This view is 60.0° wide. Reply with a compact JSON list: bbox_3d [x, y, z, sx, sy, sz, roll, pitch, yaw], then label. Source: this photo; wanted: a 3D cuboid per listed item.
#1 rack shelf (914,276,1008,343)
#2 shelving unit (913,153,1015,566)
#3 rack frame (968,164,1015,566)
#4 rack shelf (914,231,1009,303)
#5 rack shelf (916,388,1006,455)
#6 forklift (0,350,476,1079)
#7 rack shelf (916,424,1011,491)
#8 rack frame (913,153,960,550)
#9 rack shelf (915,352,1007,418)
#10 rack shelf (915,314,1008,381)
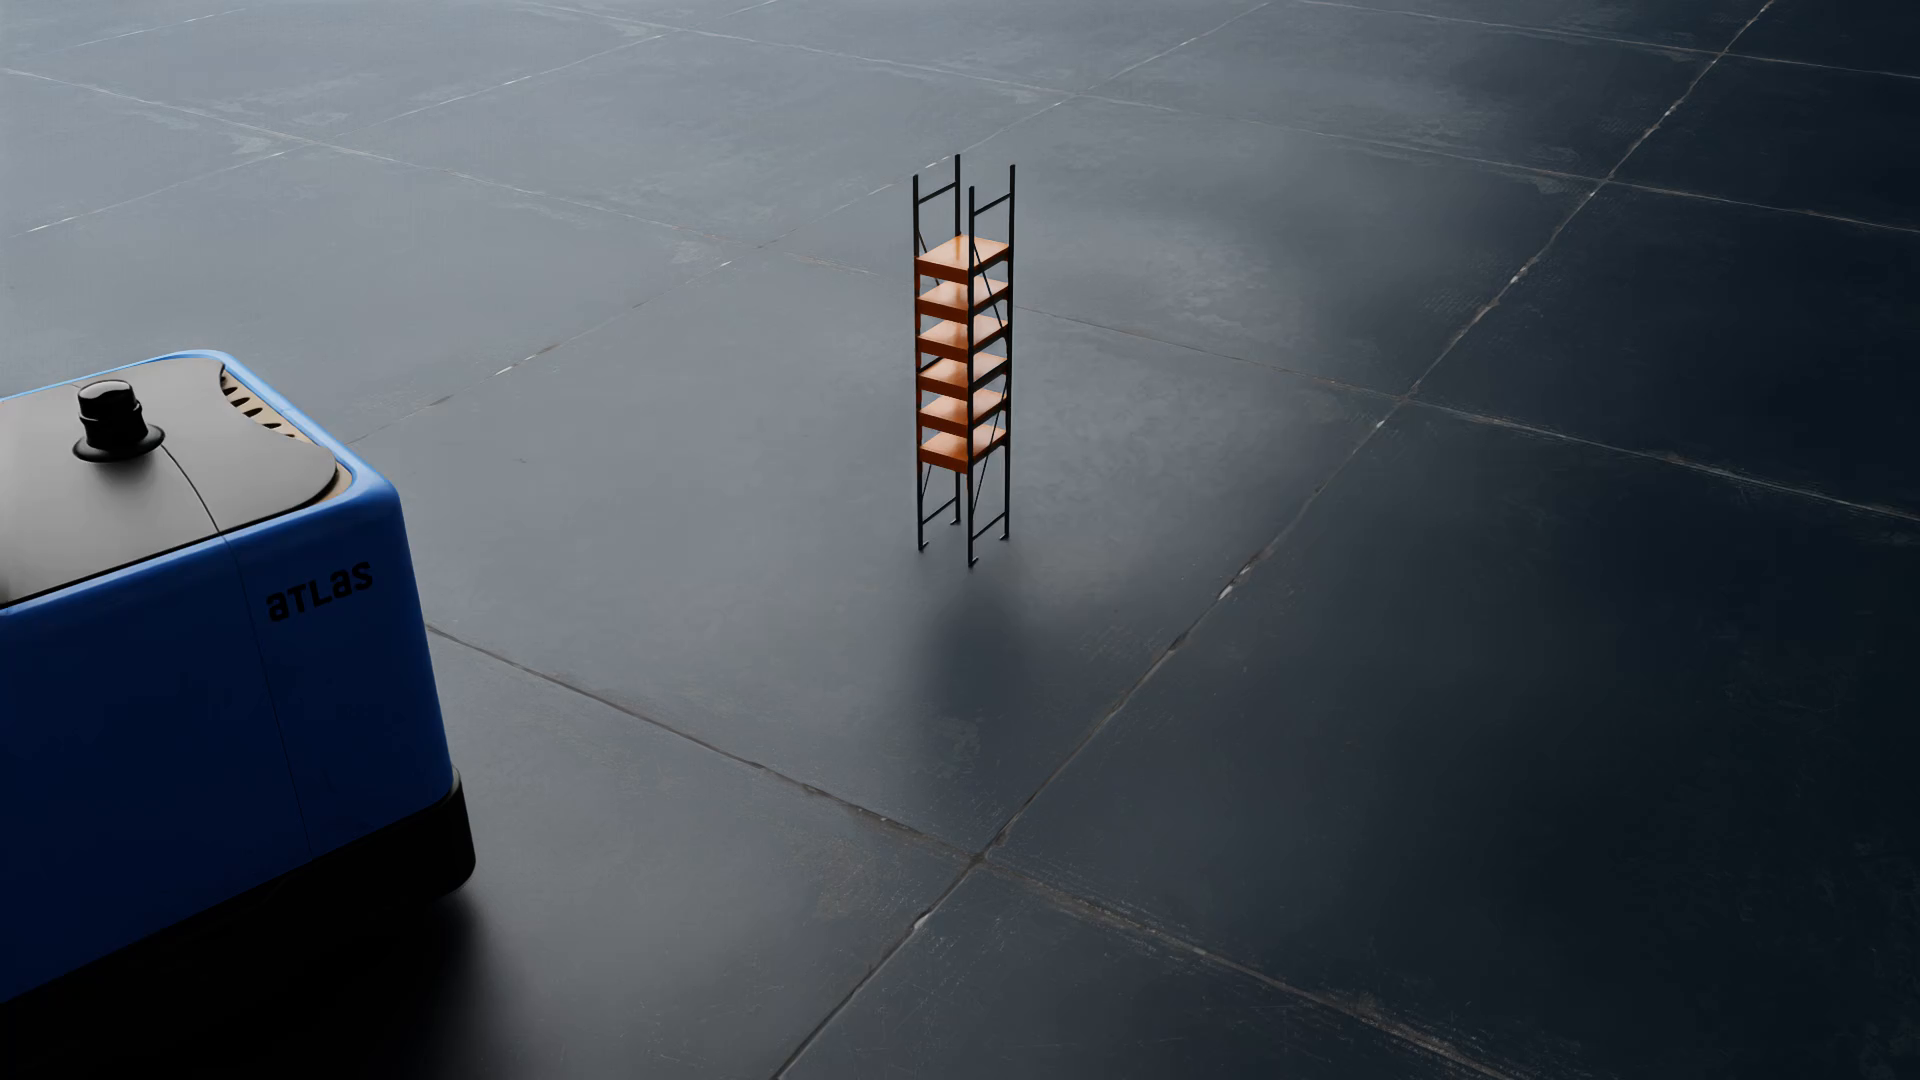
[{"bbox_3d":[0.012,-0.683,4.842,0.180,0.103,0.258,18,35,27],"label":"rack shelf"},{"bbox_3d":[0.012,-0.514,4.941,0.189,1.200,0.258,18,35,27],"label":"shelving unit"},{"bbox_3d":[0.090,-0.490,4.899,0.006,1.200,0.240,18,35,27],"label":"rack frame"},{"bbox_3d":[0.012,-0.787,4.782,0.180,0.103,0.258,18,35,27],"label":"rack shelf"},{"bbox_3d":[0.012,-0.372,5.024,0.180,0.103,0.258,18,35,27],"label":"rack shelf"},{"bbox_3d":[-2.549,-0.134,2.572,3.031,2.935,1.130,-24,38,-35],"label":"forklift"},{"bbox_3d":[0.012,-0.269,5.084,0.180,0.103,0.258,18,35,27],"label":"rack shelf"},{"bbox_3d":[-0.065,-0.539,4.983,0.006,1.200,0.240,18,35,27],"label":"rack frame"},{"bbox_3d":[0.012,-0.476,4.963,0.180,0.103,0.258,18,35,27],"label":"rack shelf"},{"bbox_3d":[0.012,-0.580,4.903,0.180,0.103,0.258,18,35,27],"label":"rack shelf"}]
